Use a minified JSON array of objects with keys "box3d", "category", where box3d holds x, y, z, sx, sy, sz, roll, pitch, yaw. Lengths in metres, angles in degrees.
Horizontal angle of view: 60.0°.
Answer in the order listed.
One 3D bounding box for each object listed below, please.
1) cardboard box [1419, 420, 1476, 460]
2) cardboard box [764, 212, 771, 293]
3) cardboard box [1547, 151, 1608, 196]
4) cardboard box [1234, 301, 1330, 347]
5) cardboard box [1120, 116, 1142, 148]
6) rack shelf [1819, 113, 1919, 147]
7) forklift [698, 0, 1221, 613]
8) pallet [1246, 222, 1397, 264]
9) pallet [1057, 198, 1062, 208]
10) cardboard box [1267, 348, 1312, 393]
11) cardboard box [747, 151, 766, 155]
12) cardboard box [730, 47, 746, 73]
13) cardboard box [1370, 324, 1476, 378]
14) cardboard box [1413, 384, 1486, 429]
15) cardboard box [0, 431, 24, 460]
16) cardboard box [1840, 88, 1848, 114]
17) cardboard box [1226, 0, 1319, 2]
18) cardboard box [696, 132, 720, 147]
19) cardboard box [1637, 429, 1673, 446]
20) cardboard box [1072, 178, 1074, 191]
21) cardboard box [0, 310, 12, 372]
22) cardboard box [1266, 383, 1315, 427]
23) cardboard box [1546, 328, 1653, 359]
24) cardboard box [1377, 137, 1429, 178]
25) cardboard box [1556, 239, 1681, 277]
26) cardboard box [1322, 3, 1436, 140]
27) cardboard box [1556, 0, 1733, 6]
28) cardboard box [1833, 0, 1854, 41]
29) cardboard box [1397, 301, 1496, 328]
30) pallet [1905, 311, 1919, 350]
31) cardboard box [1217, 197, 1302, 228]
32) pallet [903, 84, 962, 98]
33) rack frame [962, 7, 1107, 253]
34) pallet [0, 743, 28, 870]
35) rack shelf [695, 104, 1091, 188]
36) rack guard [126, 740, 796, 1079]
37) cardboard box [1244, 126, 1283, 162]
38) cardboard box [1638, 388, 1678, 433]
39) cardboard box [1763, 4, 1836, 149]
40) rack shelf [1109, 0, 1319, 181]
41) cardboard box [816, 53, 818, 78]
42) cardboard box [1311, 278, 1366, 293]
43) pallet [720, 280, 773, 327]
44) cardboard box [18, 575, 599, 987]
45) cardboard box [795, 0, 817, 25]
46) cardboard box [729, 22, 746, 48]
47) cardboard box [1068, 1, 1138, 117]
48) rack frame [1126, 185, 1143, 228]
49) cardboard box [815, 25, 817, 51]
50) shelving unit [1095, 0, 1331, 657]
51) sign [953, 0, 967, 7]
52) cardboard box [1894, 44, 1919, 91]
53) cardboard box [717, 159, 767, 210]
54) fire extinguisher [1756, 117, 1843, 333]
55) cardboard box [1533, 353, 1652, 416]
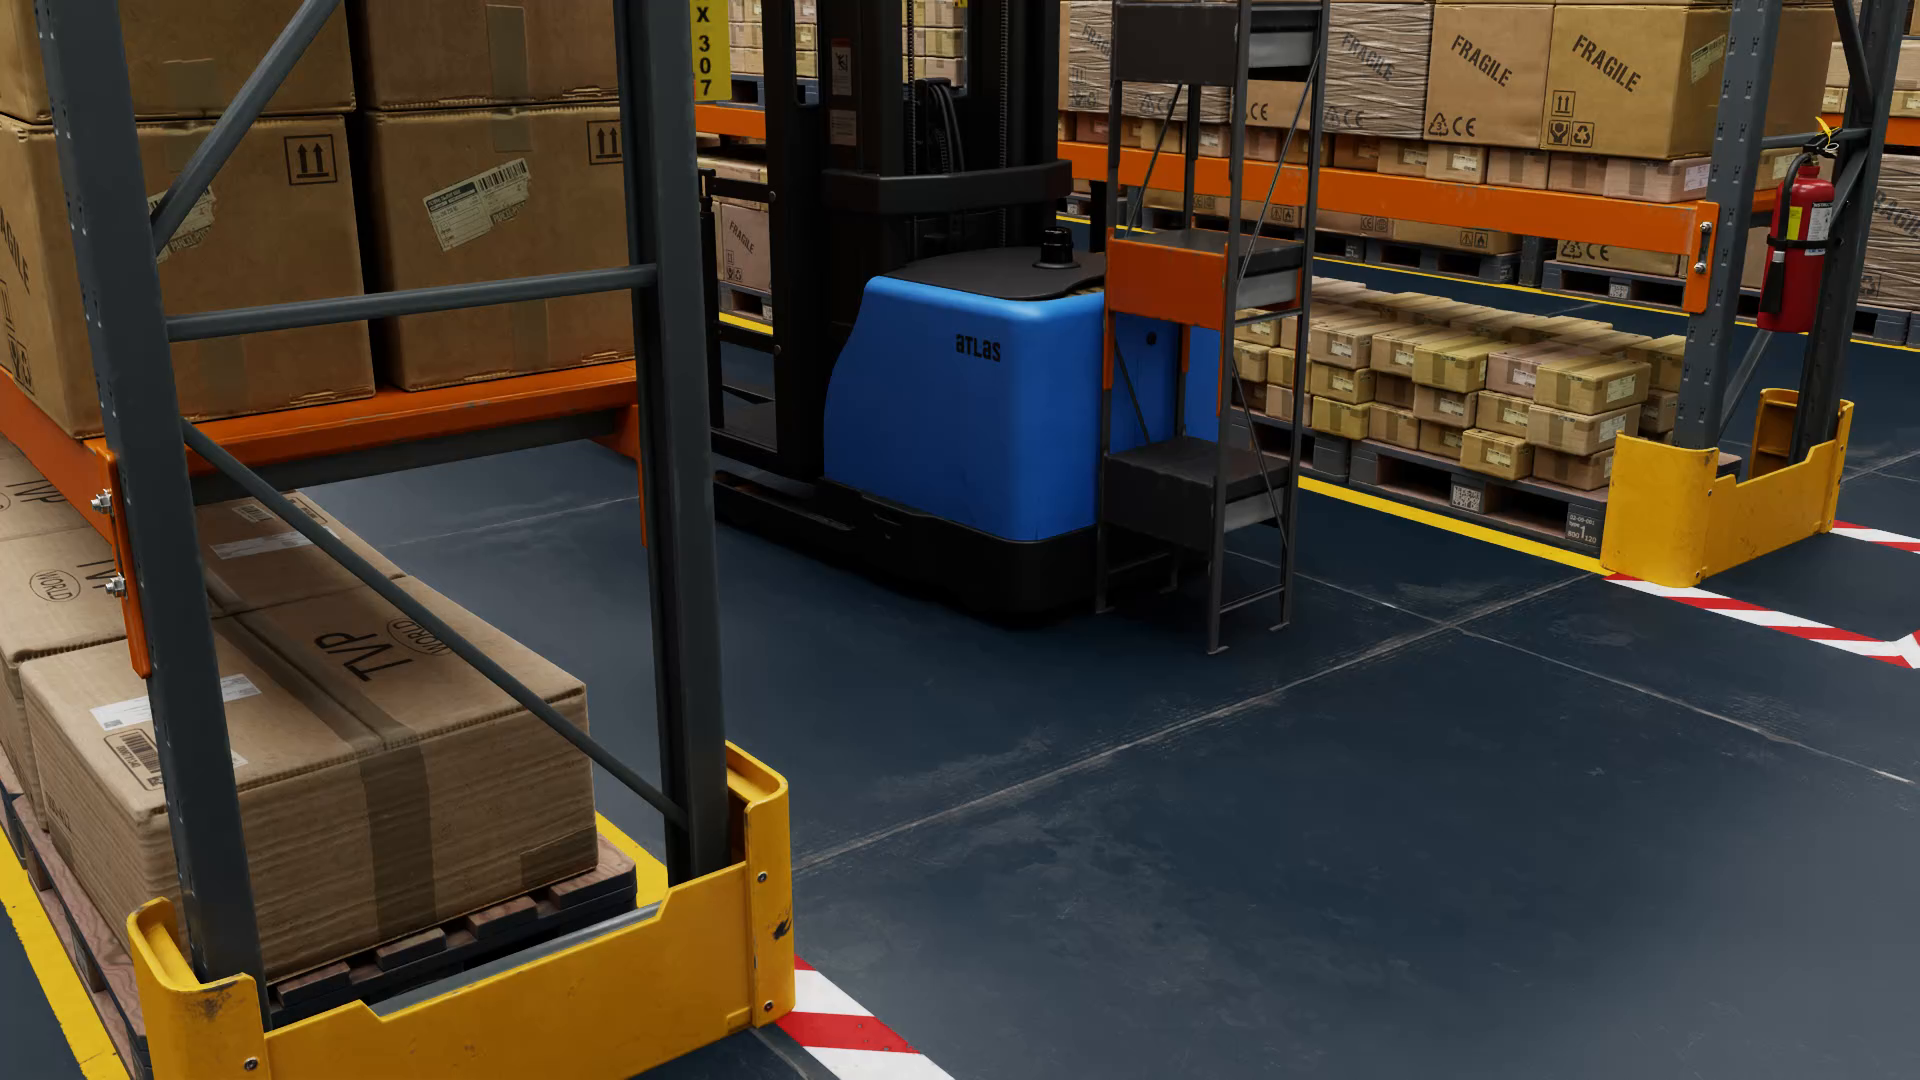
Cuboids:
[{"box3d":[2.097,-0.443,6.797,0.380,0.149,0.250,-14,23,-36],"category":"cardboard box"},{"box3d":[-0.851,-1.768,10.239,0.500,0.500,0.500,-15,23,-37],"category":"cardboard box"},{"box3d":[2.374,-1.357,6.090,0.380,0.149,0.250,-14,23,-36],"category":"cardboard box"},{"box3d":[1.441,-0.982,7.476,0.380,0.149,0.250,-14,23,-36],"category":"cardboard box"},{"box3d":[0.948,-1.943,7.858,0.380,0.149,0.250,-15,24,-38],"category":"cardboard box"},{"box3d":[5.632,-2.477,10.217,1.077,0.370,4.000,-14,23,-36],"category":"rack shelf"},{"box3d":[-0.415,-1.538,6.343,1.130,2.935,3.031,-16,24,-39],"category":"forklift"},{"box3d":[3.090,-2.464,13.468,1.003,0.211,1.213,-14,23,-36],"category":"pallet"},{"box3d":[0.669,-3.467,16.497,1.003,0.211,1.213,-14,23,-36],"category":"pallet"},{"box3d":[1.571,-0.764,7.292,0.380,0.149,0.250,-13,22,-33],"category":"cardboard box"},{"box3d":[-1.092,-2.483,11.205,0.500,0.250,0.500,-14,23,-35],"category":"cardboard box"},{"box3d":[-1.254,-3.021,10.445,0.380,0.149,0.250,-13,22,-34],"category":"cardboard box"},{"box3d":[1.913,-0.781,6.869,0.380,0.149,0.250,-15,24,-38],"category":"cardboard box"},{"box3d":[2.047,-0.572,6.713,0.380,0.149,0.250,-15,24,-38],"category":"cardboard box"},{"box3d":[-3.073,-0.185,5.557,0.875,0.438,0.875,-14,23,-37],"category":"cardboard box"},{"box3d":[5.446,-2.607,9.863,0.380,0.149,0.250,-13,23,-35],"category":"cardboard box"},{"box3d":[1.468,-2.491,6.892,0.500,0.500,0.500,-15,23,-38],"category":"cardboard box"},{"box3d":[-2.352,-2.653,12.514,1.050,0.750,0.750,-14,23,-37],"category":"cardboard box"},{"box3d":[2.849,-0.420,6.728,0.380,0.149,0.250,-13,23,-35],"category":"cardboard box"},{"box3d":[1.121,-3.615,15.784,0.700,0.500,0.500,-16,24,-41],"category":"cardboard box"},{"box3d":[-1.701,-0.633,3.344,0.500,0.500,0.500,-15,23,-37],"category":"cardboard box"},{"box3d":[1.572,-0.624,7.341,0.380,0.149,0.250,-13,23,-35],"category":"cardboard box"},{"box3d":[2.598,-0.751,6.780,0.380,0.149,0.250,-13,23,-35],"category":"cardboard box"},{"box3d":[1.889,-1.545,6.657,0.380,0.149,0.250,-15,24,-38],"category":"cardboard box"},{"box3d":[4.737,-2.324,11.322,0.875,0.875,0.875,-14,23,-36],"category":"cardboard box"},{"box3d":[1.804,-1.883,6.645,0.500,0.500,0.500,-14,23,-36],"category":"cardboard box"},{"box3d":[2.444,-2.110,5.741,0.500,0.500,0.500,-15,23,-37],"category":"cardboard box"},{"box3d":[5.114,-3.320,10.188,0.500,0.500,0.500,-15,23,-38],"category":"cardboard box"},{"box3d":[2.159,-0.953,7.391,0.380,0.149,0.250,-13,22,-34],"category":"cardboard box"},{"box3d":[6.316,-1.184,9.602,1.003,0.211,1.213,-14,23,-36],"category":"pallet"},{"box3d":[2.866,-3.093,13.643,1.225,0.875,0.875,-14,23,-36],"category":"cardboard box"},{"box3d":[0.079,-2.494,9.428,1.003,0.211,1.213,-14,23,-36],"category":"pallet"},{"box3d":[0.439,-2.369,8.744,1.000,3.000,0.127,-14,23,-36],"category":"rack frame"},{"box3d":[-2.206,0.450,4.669,1.003,0.211,1.213,-14,23,-36],"category":"pallet"},{"box3d":[-0.802,-2.520,10.345,1.077,0.370,4.000,-14,23,-36],"category":"rack shelf"},{"box3d":[-0.880,0.801,3.149,1.175,0.500,0.348,-14,23,-36],"category":"rack guard"},{"box3d":[1.417,-1.744,7.256,0.380,0.149,0.250,-13,22,-34],"category":"cardboard box"},{"box3d":[2.799,-0.549,6.644,0.380,0.149,0.250,-13,22,-34],"category":"cardboard box"},{"box3d":[2.861,-1.736,6.201,0.500,0.500,0.500,-13,22,-34],"category":"cardboard box"},{"box3d":[0.771,-1.380,5.005,0.431,0.518,0.480,-16,24,-39],"category":"rack shelf"},{"box3d":[-0.610,-2.763,9.666,0.380,0.149,0.250,-15,24,-38],"category":"cardboard box"},{"box3d":[1.732,-1.153,7.994,0.380,0.149,0.250,-15,24,-38],"category":"cardboard box"},{"box3d":[-0.807,-1.537,10.669,1.003,0.211,1.213,-14,23,-36],"category":"pallet"},{"box3d":[-1.383,0.482,3.543,0.875,0.438,0.875,-15,23,-38],"category":"cardboard box"},{"box3d":[-0.772,-3.113,9.778,0.380,0.149,0.250,-15,24,-39],"category":"cardboard box"},{"box3d":[-1.252,-3.162,10.398,0.380,0.149,0.250,-14,23,-36],"category":"cardboard box"},{"box3d":[0.862,-2.265,7.800,0.500,0.500,0.500,-14,23,-36],"category":"cardboard box"},{"box3d":[1.907,-4.297,14.569,1.000,3.000,0.127,-14,23,-36],"category":"rack frame"},{"box3d":[-0.613,-2.907,9.627,0.380,0.149,0.250,-15,24,-39],"category":"cardboard box"},{"box3d":[0.771,-0.728,5.221,0.431,2.100,0.503,-16,24,-39],"category":"shelving unit"},{"box3d":[0.006,-2.809,8.232,0.100,0.325,0.005,-14,23,-36],"category":"sign"},{"box3d":[5.734,-2.714,9.553,0.500,0.250,0.500,-15,23,-38],"category":"cardboard box"},{"box3d":[-1.194,-2.256,10.520,0.500,0.250,0.500,-14,23,-36],"category":"cardboard box"},{"box3d":[2.717,-1.017,5.378,0.296,0.674,0.183,-14,23,-36],"category":"fire extinguisher"},{"box3d":[2.396,-0.592,6.300,0.380,0.149,0.250,-14,23,-35],"category":"cardboard box"}]
